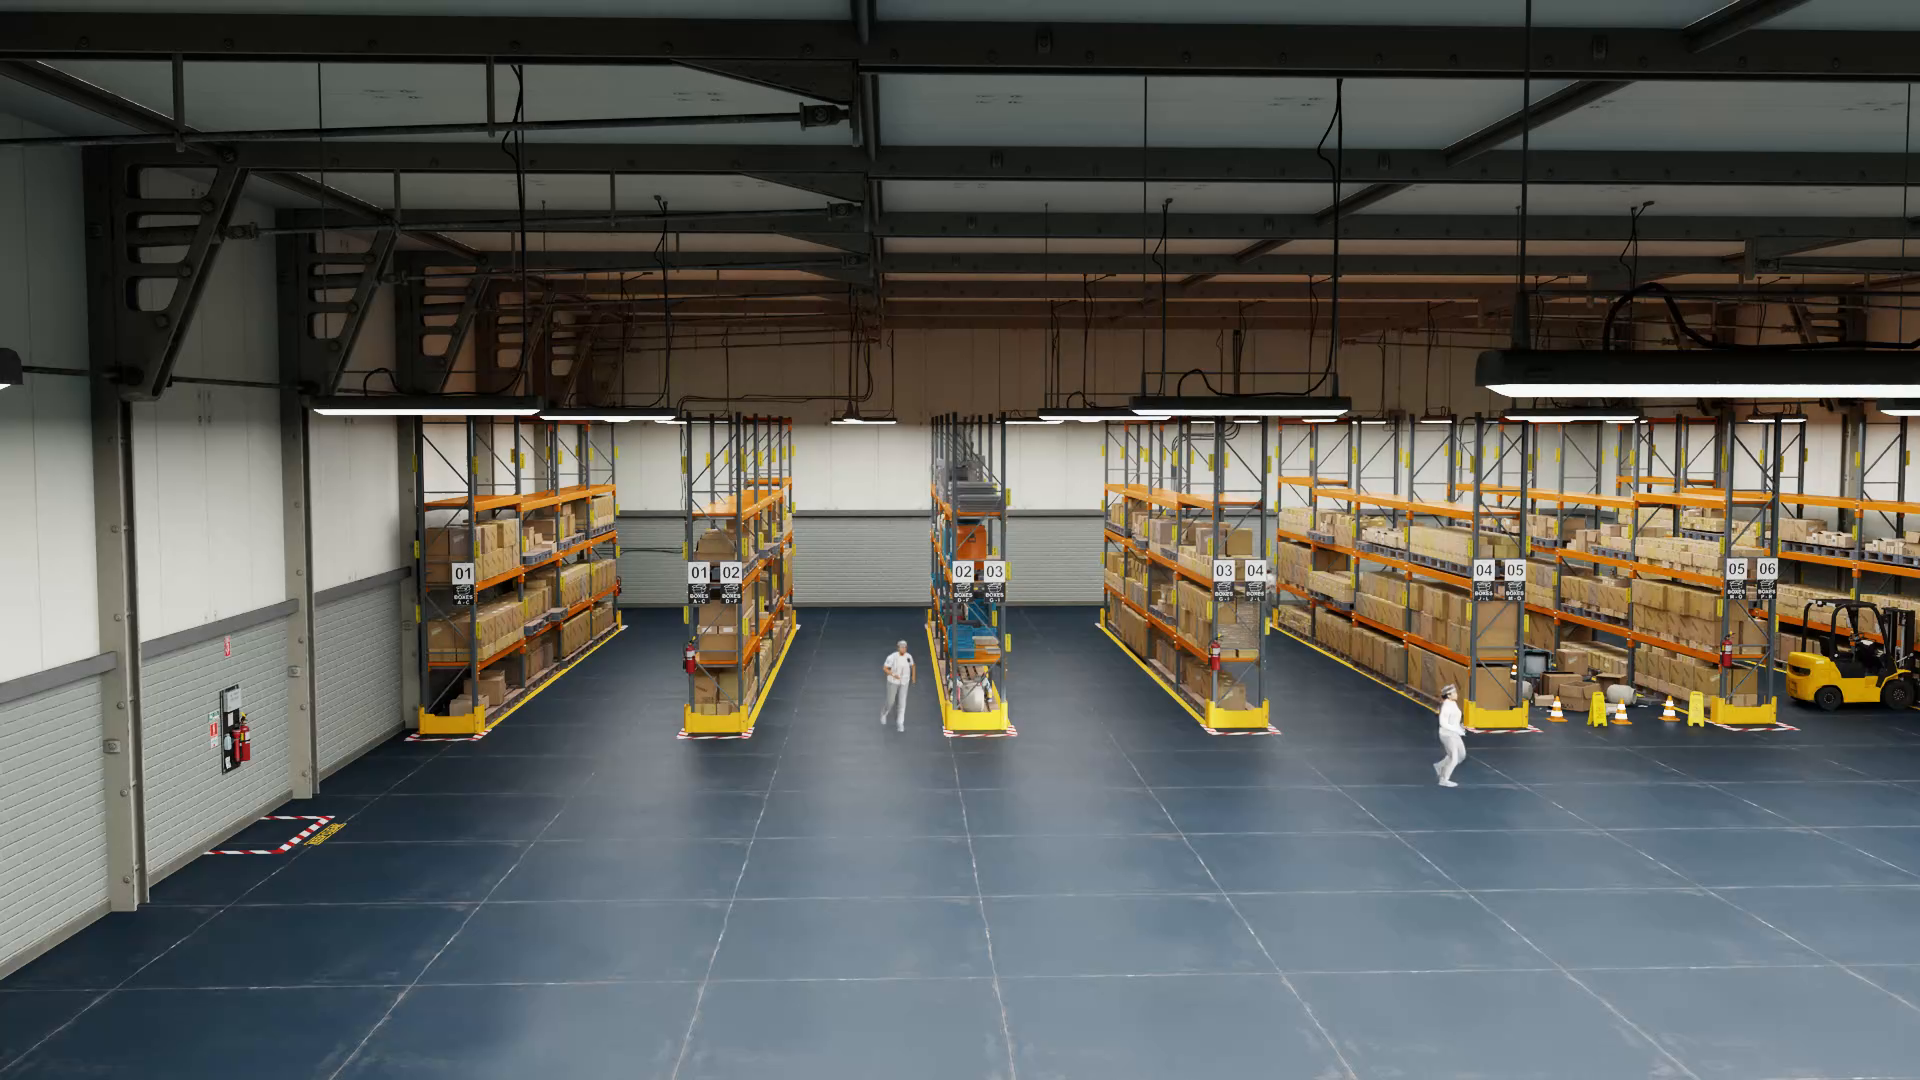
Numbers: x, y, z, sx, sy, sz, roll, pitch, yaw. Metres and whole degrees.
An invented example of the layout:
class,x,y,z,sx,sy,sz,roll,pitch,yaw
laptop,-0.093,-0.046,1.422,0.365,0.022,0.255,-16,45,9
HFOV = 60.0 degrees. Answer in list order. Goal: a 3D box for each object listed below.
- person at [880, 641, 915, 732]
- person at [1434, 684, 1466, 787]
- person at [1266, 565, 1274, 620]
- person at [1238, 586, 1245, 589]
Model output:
class,x,y,z,sx,sy,sz,roll,pitch,yaw
person,-1.143,2.741,31.620,0.658,1.670,0.854,-1,4,-19
person,7.791,3.097,26.400,0.539,1.651,0.592,2,4,28
person,9.029,1.593,48.780,0.680,1.717,0.583,-2,4,-25
person,7.824,1.719,46.742,0.630,1.623,0.902,0,4,5
